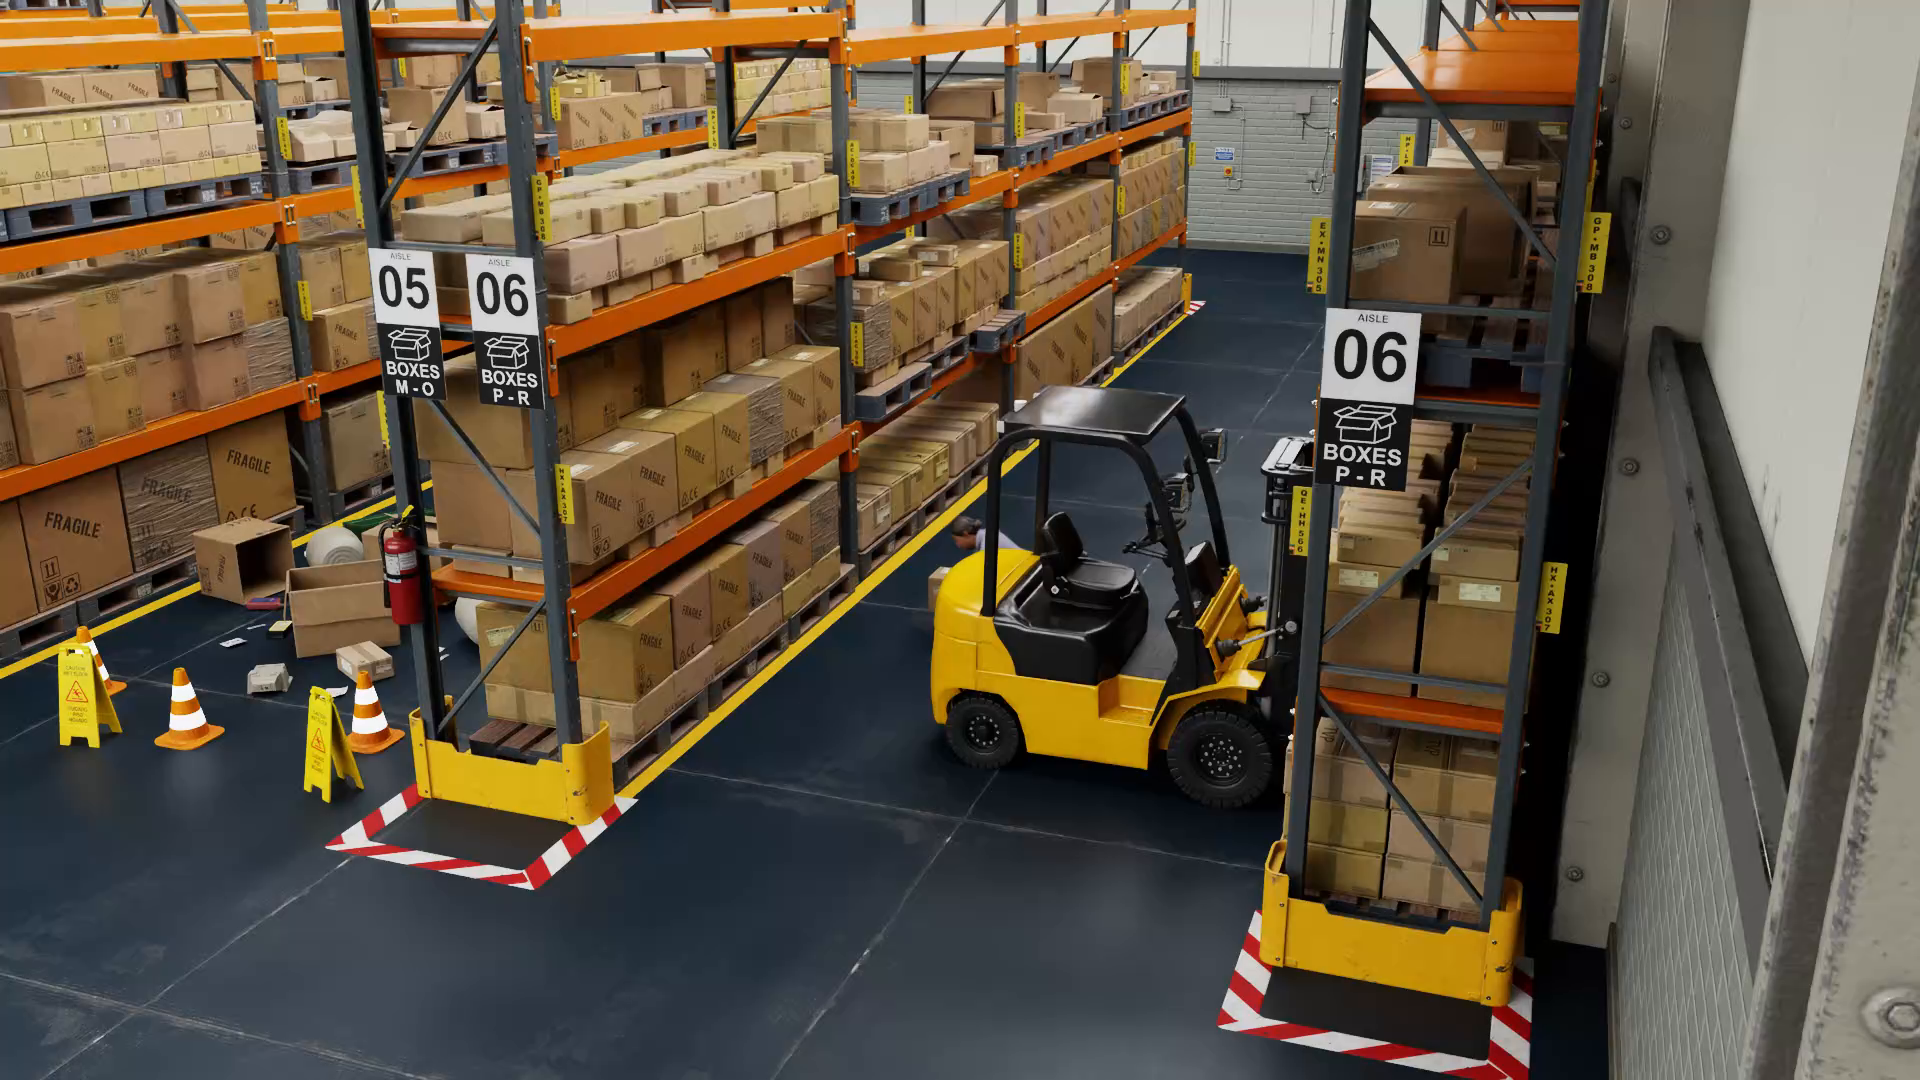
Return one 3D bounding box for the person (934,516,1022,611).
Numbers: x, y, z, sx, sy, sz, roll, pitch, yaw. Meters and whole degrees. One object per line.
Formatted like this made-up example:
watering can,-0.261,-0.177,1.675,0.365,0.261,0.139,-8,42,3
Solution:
person,0.244,0.267,11.956,0.836,0.921,0.533,4,19,10
